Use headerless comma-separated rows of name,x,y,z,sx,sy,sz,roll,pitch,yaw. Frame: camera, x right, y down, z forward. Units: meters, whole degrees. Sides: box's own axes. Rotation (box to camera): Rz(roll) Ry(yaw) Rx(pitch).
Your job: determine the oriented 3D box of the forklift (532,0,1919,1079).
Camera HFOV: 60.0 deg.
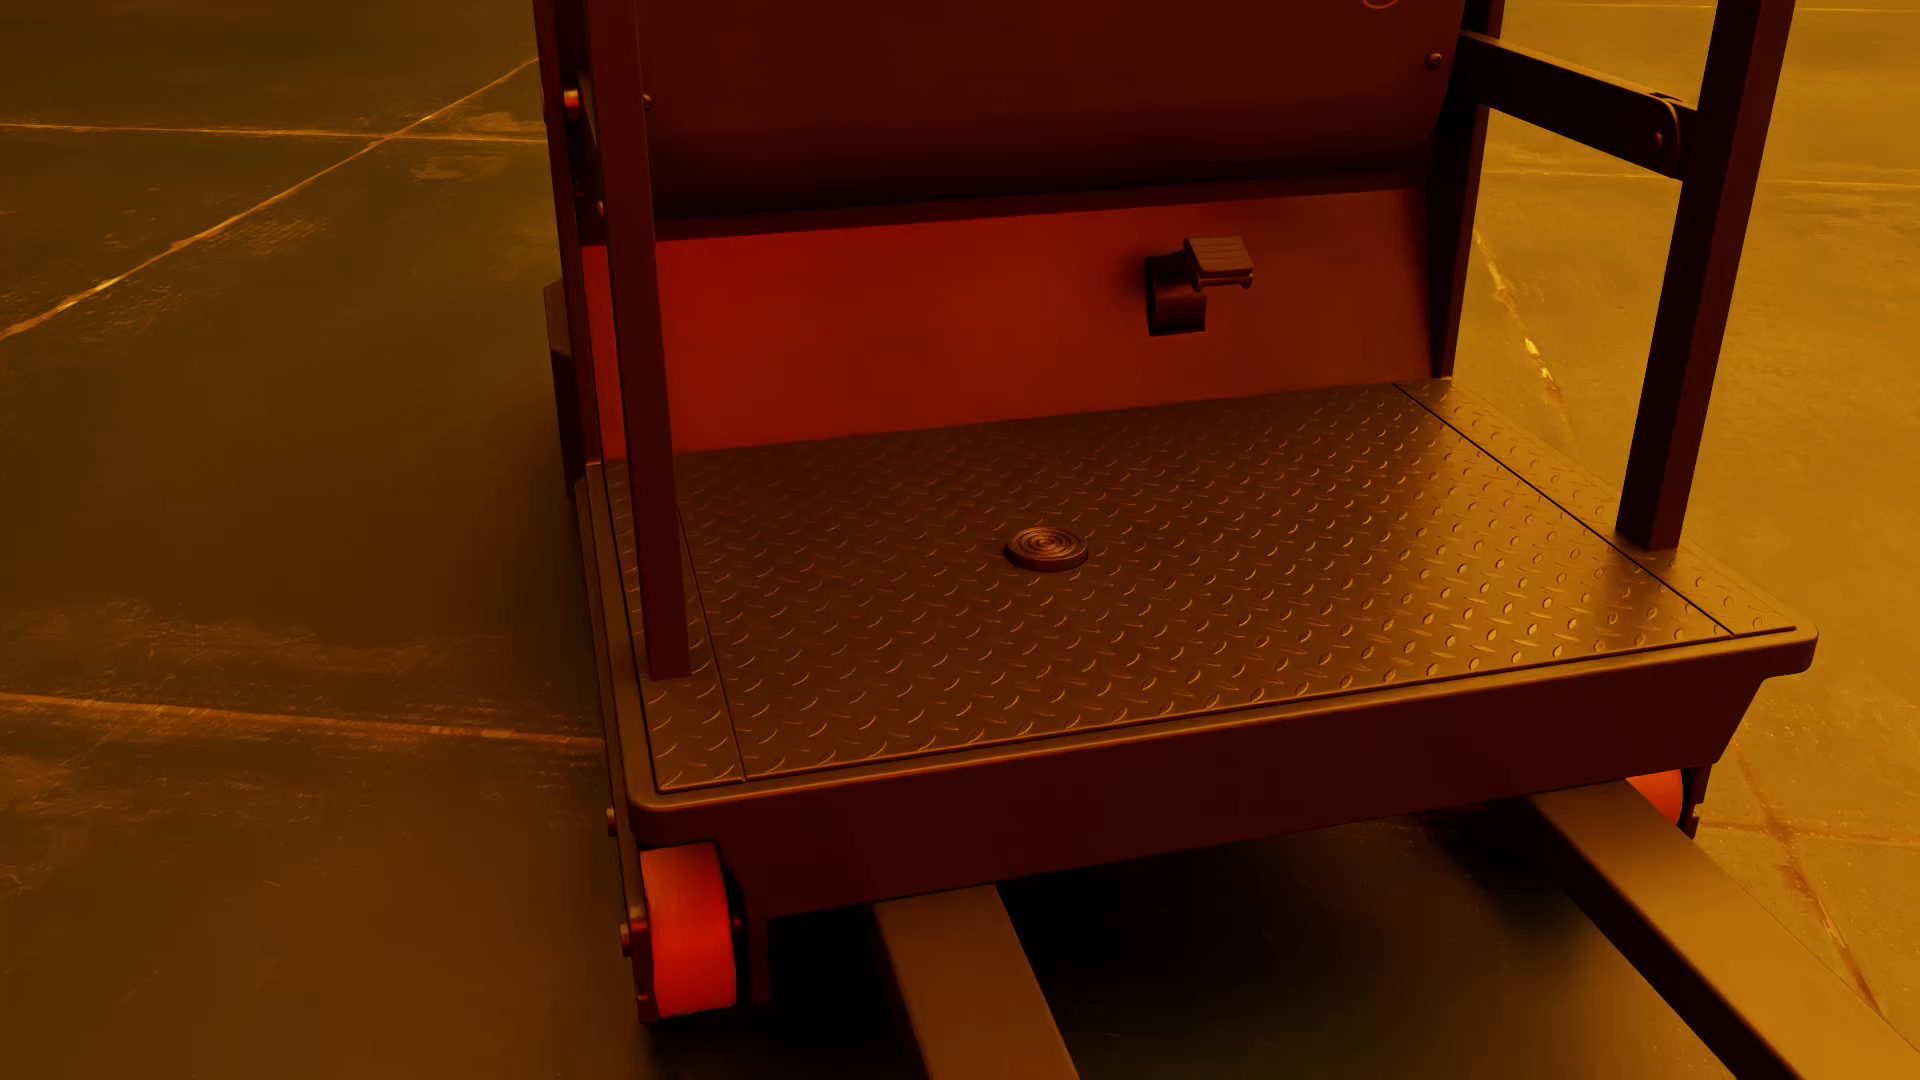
forklift,0.153,-1.049,1.319,1.130,2.935,3.031,-7,27,-13
